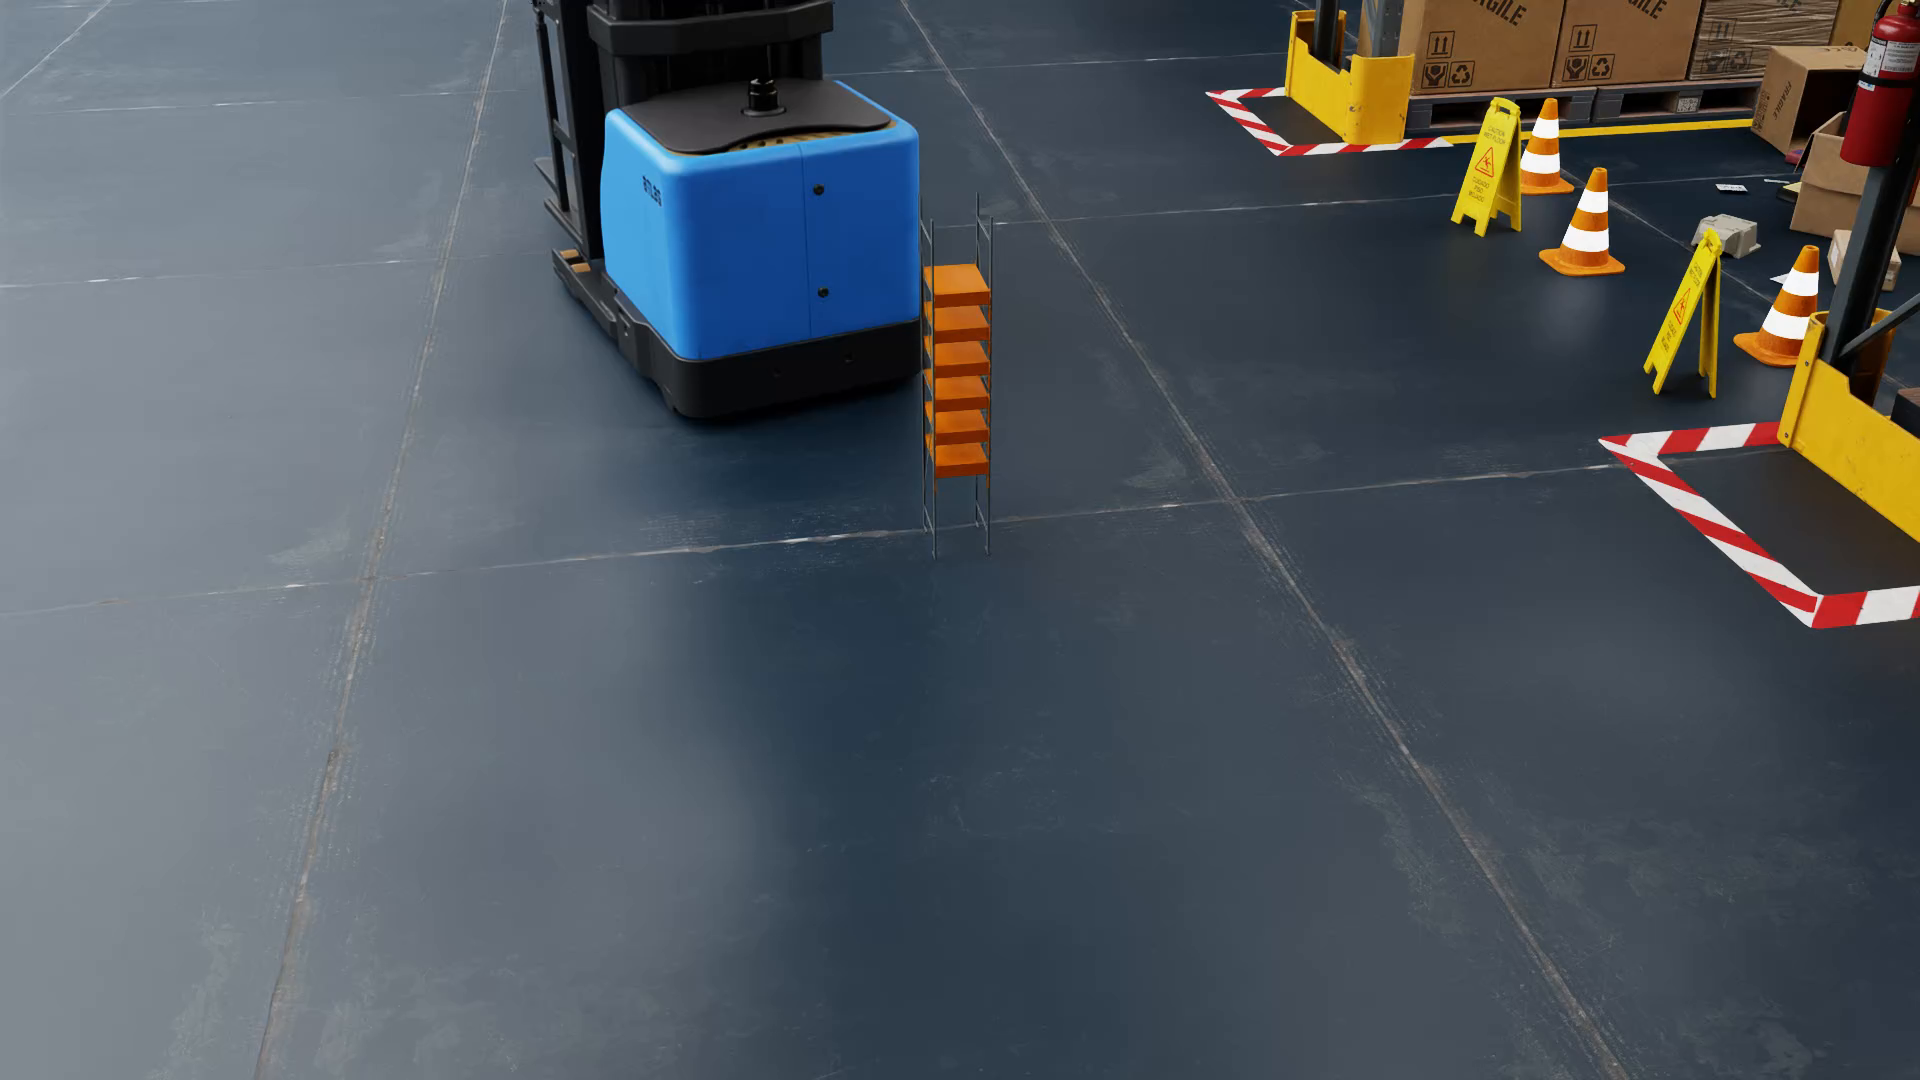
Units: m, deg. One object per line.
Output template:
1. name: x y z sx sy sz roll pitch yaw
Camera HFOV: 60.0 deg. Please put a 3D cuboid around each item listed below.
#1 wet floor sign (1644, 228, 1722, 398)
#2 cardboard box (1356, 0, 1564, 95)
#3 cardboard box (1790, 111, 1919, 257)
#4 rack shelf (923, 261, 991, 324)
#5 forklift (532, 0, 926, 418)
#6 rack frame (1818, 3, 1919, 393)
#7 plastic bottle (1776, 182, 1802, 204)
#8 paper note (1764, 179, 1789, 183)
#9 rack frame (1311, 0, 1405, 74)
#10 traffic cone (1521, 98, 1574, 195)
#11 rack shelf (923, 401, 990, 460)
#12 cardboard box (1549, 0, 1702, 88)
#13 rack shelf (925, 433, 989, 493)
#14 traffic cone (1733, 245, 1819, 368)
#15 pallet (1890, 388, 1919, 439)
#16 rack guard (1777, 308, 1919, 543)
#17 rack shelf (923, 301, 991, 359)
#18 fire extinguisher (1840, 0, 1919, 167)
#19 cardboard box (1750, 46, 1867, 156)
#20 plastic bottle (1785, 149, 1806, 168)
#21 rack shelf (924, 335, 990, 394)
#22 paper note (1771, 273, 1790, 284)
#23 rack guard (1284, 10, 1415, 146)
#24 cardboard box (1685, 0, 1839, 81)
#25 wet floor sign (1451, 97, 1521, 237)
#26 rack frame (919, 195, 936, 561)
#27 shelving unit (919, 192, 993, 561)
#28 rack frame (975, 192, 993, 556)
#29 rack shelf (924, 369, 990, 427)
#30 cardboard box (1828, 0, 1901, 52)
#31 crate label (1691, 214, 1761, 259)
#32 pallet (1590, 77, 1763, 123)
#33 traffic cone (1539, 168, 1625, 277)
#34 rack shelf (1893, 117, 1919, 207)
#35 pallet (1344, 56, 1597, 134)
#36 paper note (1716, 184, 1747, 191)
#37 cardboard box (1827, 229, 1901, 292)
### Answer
1. wet floor sign: 2.962 -0.926 6.688 0.232 0.644 0.267 5 31 8
2. cardboard box: 3.005 -3.243 9.988 0.875 0.875 0.875 -5 31 -9
3. cardboard box: 4.613 -1.771 8.265 0.797 0.503 0.637 23 37 33
4. rack shelf: -0.014 -0.788 5.284 0.180 0.103 0.258 -5 31 -9
5. forklift: -1.249 -2.456 7.035 1.130 2.935 3.031 -14 33 -23
6. rack frame: 3.341 -1.424 5.213 0.127 3.000 1.000 -5 31 -9
7. plastic bottle: 4.490 -1.856 8.846 0.283 0.061 0.133 -17 34 -26
8. paper note: 4.453 -1.955 9.065 0.123 0.001 0.032 10 32 17
9. rack frame: 2.350 -3.883 9.395 0.127 3.000 1.000 -5 31 -9
10. traffic cone: 3.128 -2.130 8.916 0.334 0.463 0.336 -5 31 -9
11. rack shelf: -0.014 -0.374 5.527 0.180 0.103 0.258 -5 31 -9
12. cardboard box: 3.871 -3.325 10.127 0.875 0.875 0.875 -6 31 -10
13. rack shelf: -0.014 -0.271 5.588 0.180 0.103 0.258 -5 31 -9
14. traffic cone: 3.532 -1.013 7.017 0.334 0.463 0.336 -5 31 -9
15. pallet: 4.222 -0.286 6.028 1.213 0.211 1.003 -5 31 -9
16. rack guard: 3.416 -0.354 5.859 0.348 0.500 1.175 -5 31 -9
17. rack shelf: -0.014 -0.684 5.344 0.180 0.103 0.258 -5 31 -9
18. fire extinguisher: 3.146 -1.610 5.606 0.183 0.674 0.296 -5 31 -9
19. cardboard box: 4.943 -2.519 9.538 0.500 0.500 0.500 0 30 0
20. plastic bottle: 4.770 -2.108 9.274 0.133 0.061 0.283 -17 34 -26
21. rack shelf: -0.014 -0.581 5.405 0.180 0.103 0.258 -5 31 -9
22. paper note: 3.913 -1.223 7.800 0.142 0.019 0.148 -17 34 -26
23. rack guard: 2.327 -2.804 10.025 0.348 0.500 1.175 -5 31 -9
24. cardboard box: 4.768 -3.407 10.266 0.875 0.875 0.875 -5 31 -9
25. wet floor sign: 2.678 -1.879 8.308 0.232 0.644 0.267 -11 32 -17
26. rack frame: -0.104 -0.508 5.429 0.006 1.200 0.240 -5 31 -9
27. shelving unit: -0.014 -0.516 5.444 0.189 1.200 0.258 -5 31 -9
28. rack frame: 0.076 -0.524 5.458 0.006 1.200 0.240 -5 31 -9
29. rack shelf: -0.014 -0.478 5.466 0.180 0.103 0.258 -5 31 -9
30. cardboard box: 5.654 -3.491 10.410 0.875 0.875 0.875 -5 31 -8
31. crate label: 3.760 -1.498 8.162 0.298 0.136 0.250 -23 38 -34
32. pallet: 4.320 -2.903 10.479 1.213 0.211 1.003 -5 31 -9
33. traffic cone: 2.998 -1.536 7.905 0.334 0.463 0.336 -5 31 -9
34. rack shelf: 5.309 -1.297 5.706 4.000 0.370 1.077 -5 31 -9
35. pallet: 3.123 -2.793 10.292 1.213 0.211 1.003 -5 31 -9
36. paper note: 4.158 -1.896 8.945 0.142 0.017 0.144 5 31 8
37. cardboard box: 4.266 -1.322 7.852 0.250 0.149 0.380 10 32 17
